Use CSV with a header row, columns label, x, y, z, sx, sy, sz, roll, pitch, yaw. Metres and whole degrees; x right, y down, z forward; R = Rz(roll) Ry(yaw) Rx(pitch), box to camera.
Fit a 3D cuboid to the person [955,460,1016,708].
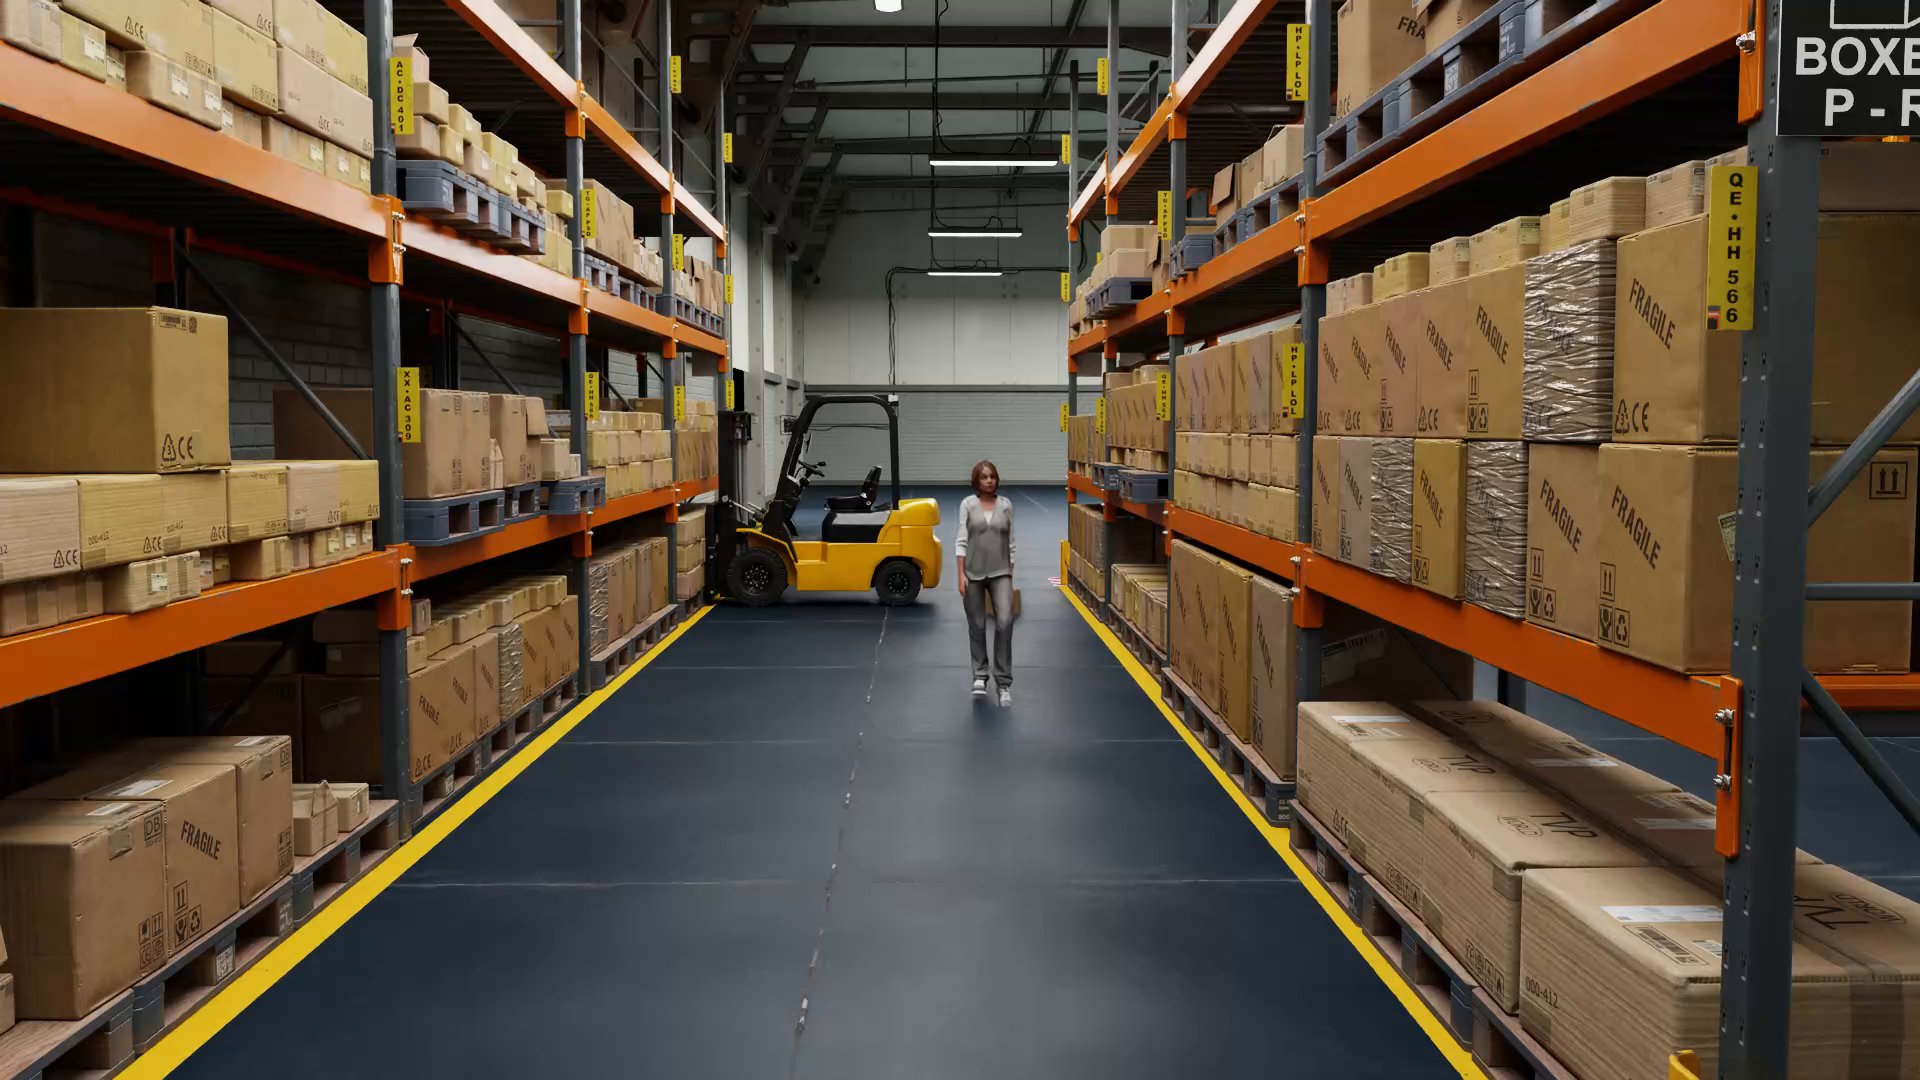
label,x,y,z,sx,sy,sz,roll,pitch,yaw
person,0.175,0.310,11.086,0.414,1.621,0.578,0,4,-1
